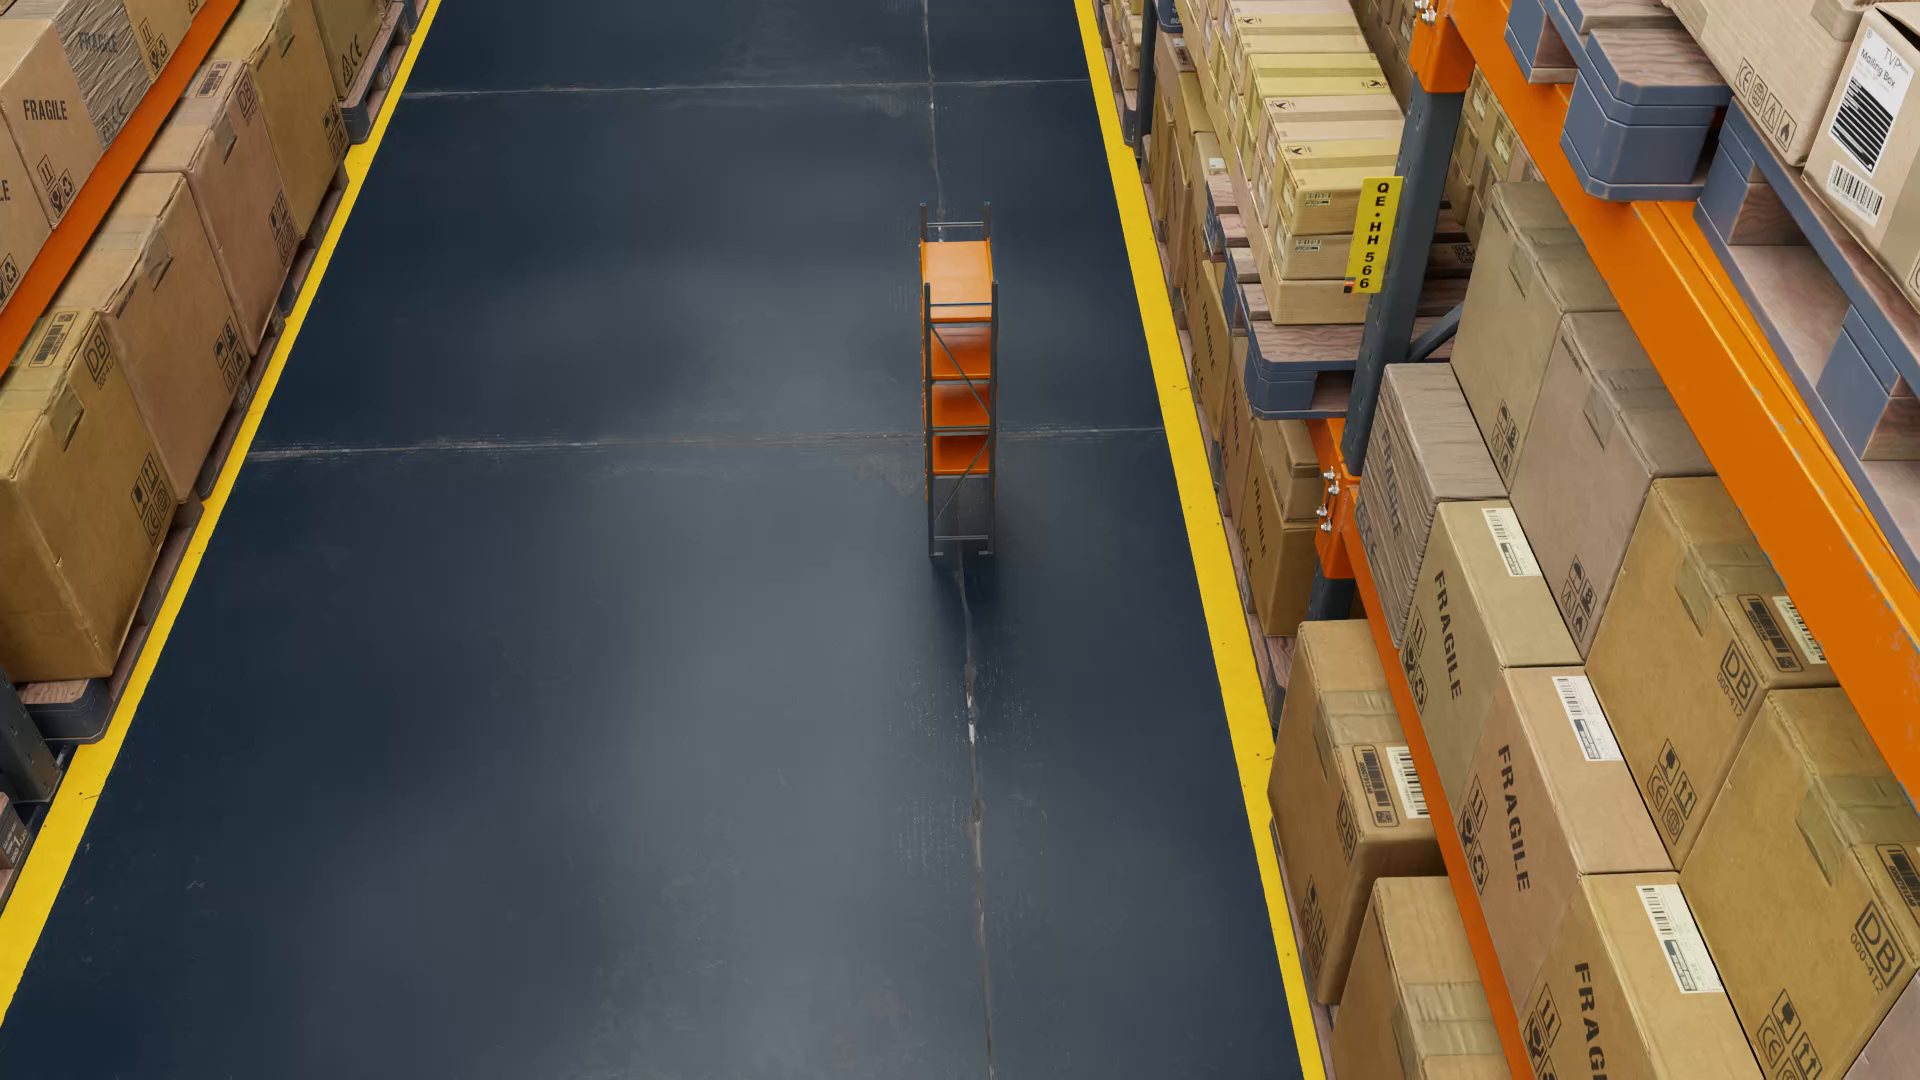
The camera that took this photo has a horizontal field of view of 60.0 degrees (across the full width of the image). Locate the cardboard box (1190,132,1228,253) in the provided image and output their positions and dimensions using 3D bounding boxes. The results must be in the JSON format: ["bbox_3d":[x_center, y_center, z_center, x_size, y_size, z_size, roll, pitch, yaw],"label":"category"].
[{"bbox_3d":[1.185,-1.360,6.498,0.500,0.250,0.500,0,43,0],"label":"cardboard box"}]

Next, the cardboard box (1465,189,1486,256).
[{"bbox_3d":[1.717,-0.912,4.900,0.380,0.149,0.250,0,43,0],"label":"cardboard box"}]

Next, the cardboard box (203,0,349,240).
[{"bbox_3d":[-3.537,-1.927,7.394,1.225,0.875,0.875,-2,43,-2],"label":"cardboard box"}]

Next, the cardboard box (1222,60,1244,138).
[{"bbox_3d":[1.032,-1.379,5.190,0.380,0.149,0.250,-2,43,-2],"label":"cardboard box"}]

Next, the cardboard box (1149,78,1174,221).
[{"bbox_3d":[1.142,-1.788,7.520,0.500,0.500,0.500,0,43,0],"label":"cardboard box"}]

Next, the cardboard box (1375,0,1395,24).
[{"bbox_3d":[1.654,-1.916,5.775,0.380,0.149,0.250,0,43,0],"label":"cardboard box"}]

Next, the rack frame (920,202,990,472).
[{"bbox_3d":[-0.017,-0.719,6.146,0.240,1.200,0.015,-2,43,-2],"label":"rack frame"}]

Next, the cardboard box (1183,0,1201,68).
[{"bbox_3d":[1.001,-1.792,5.861,0.380,0.149,0.250,-3,43,-4],"label":"cardboard box"}]

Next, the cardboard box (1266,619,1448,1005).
[{"bbox_3d":[1.481,0.728,4.590,1.050,0.750,0.750,-2,43,-2],"label":"cardboard box"}]

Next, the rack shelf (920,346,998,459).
[{"bbox_3d":[-0.007,-0.504,6.012,0.258,0.148,0.480,-2,43,-2],"label":"rack shelf"}]

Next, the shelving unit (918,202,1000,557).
[{"bbox_3d":[-0.007,-0.554,5.966,0.258,1.200,0.503,-2,43,-2],"label":"shelving unit"}]

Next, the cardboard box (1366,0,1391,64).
[{"bbox_3d":[1.660,-1.801,5.870,0.380,0.149,0.250,-3,43,-3],"label":"cardboard box"}]

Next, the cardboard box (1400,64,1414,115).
[{"bbox_3d":[1.678,-1.456,5.493,0.380,0.149,0.250,0,43,0],"label":"cardboard box"}]

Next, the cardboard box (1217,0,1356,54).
[{"bbox_3d":[1.028,-1.649,5.264,0.380,0.149,0.250,-2,43,-2],"label":"cardboard box"}]

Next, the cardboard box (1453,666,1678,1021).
[{"bbox_3d":[1.340,0.597,3.305,0.500,0.500,0.500,-2,43,-2],"label":"cardboard box"}]

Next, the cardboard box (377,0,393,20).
[{"bbox_3d":[-3.571,-3.414,9.016,0.875,0.875,0.875,-2,43,-2],"label":"cardboard box"}]

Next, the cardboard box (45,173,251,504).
[{"bbox_3d":[-3.453,-0.726,6.084,1.225,0.875,0.875,-2,43,-2],"label":"cardboard box"}]

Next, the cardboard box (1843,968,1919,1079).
[{"bbox_3d":[1.643,0.911,2.222,0.700,0.500,0.500,-1,43,-1],"label":"cardboard box"}]

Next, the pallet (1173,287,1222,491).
[{"bbox_3d":[1.465,-0.682,6.838,1.003,0.211,1.213,-2,43,-2],"label":"pallet"}]

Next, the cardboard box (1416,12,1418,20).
[{"bbox_3d":[1.675,-1.668,5.285,0.380,0.149,0.250,0,43,0],"label":"cardboard box"}]

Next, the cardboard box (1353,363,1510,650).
[{"bbox_3d":[1.295,-0.087,4.051,0.500,0.500,0.500,-1,43,-1],"label":"cardboard box"}]

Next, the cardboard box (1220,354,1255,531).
[{"bbox_3d":[1.238,-0.381,5.985,0.500,0.500,0.500,0,43,0],"label":"cardboard box"}]

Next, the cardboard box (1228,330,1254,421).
[{"bbox_3d":[1.222,-0.665,5.740,0.500,0.250,0.500,-1,43,-1],"label":"cardboard box"}]

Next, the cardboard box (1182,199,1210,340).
[{"bbox_3d":[1.202,-1.077,6.745,0.500,0.500,0.500,-1,43,-1],"label":"cardboard box"}]

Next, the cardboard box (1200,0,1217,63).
[{"bbox_3d":[1.012,-1.724,5.565,0.380,0.149,0.250,-1,43,-1],"label":"cardboard box"}]

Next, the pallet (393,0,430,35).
[{"bbox_3d":[-3.593,-3.300,9.694,1.003,0.211,1.213,-2,43,-2],"label":"pallet"}]

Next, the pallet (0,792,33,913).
[{"bbox_3d":[-3.383,1.269,4.709,1.003,0.211,1.213,-2,43,-2],"label":"pallet"}]

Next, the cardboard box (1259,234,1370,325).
[{"bbox_3d":[1.065,-0.743,4.715,0.380,0.149,0.250,-1,43,-1],"label":"cardboard box"}]

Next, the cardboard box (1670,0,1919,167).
[{"bbox_3d":[1.378,-0.770,2.376,0.500,0.250,0.500,-1,43,-1],"label":"cardboard box"}]

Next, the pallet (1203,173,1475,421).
[{"bbox_3d":[1.409,-0.768,5.010,1.213,0.211,1.003,-2,43,-2],"label":"pallet"}]

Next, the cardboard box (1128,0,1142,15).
[{"bbox_3d":[1.050,-2.788,8.431,0.380,0.149,0.250,-1,43,-1],"label":"cardboard box"}]

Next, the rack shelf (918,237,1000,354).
[{"bbox_3d":[-0.007,-0.844,5.701,0.258,0.148,0.480,-2,43,-2],"label":"rack shelf"}]

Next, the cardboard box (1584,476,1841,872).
[{"bbox_3d":[1.601,0.225,2.971,0.700,0.500,0.500,-2,43,-2],"label":"cardboard box"}]

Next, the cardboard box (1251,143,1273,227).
[{"bbox_3d":[1.056,-1.033,4.812,0.380,0.149,0.250,0,43,0],"label":"cardboard box"}]

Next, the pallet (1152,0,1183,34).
[{"bbox_3d":[1.263,-2.470,6.867,1.003,0.211,1.213,-2,43,-2],"label":"pallet"}]

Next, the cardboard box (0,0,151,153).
[{"bbox_3d":[-3.232,-1.691,5.801,0.500,0.500,0.500,-1,43,-2],"label":"cardboard box"}]

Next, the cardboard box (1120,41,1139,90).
[{"bbox_3d":[1.018,-2.420,8.469,0.380,0.149,0.250,-1,43,-1],"label":"cardboard box"}]

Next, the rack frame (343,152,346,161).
[{"bbox_3d":[-3.584,-2.987,7.289,1.000,3.000,0.127,-2,43,-2],"label":"rack frame"}]

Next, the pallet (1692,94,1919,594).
[{"bbox_3d":[1.676,-0.209,2.178,1.003,0.211,1.213,0,43,0],"label":"pallet"}]

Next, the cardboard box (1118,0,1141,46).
[{"bbox_3d":[1.021,-2.660,8.511,0.380,0.149,0.250,-4,43,-4],"label":"cardboard box"}]

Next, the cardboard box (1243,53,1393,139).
[{"bbox_3d":[1.047,-1.306,4.890,0.380,0.149,0.250,0,43,0],"label":"cardboard box"}]

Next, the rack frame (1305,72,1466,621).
[{"bbox_3d":[1.545,-0.361,4.423,1.000,3.000,0.127,-2,43,-2],"label":"rack frame"}]

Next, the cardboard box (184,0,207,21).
[{"bbox_3d":[-3.277,-2.382,6.554,0.500,0.500,0.500,0,43,0],"label":"cardboard box"}]

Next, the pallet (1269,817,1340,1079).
[{"bbox_3d":[1.504,1.202,4.783,1.003,0.211,1.213,-2,43,-2],"label":"pallet"}]

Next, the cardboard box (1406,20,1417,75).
[{"bbox_3d":[1.676,-1.566,5.394,0.380,0.149,0.250,-2,43,-2],"label":"cardboard box"}]

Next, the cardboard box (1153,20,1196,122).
[{"bbox_3d":[1.143,-2.064,7.266,0.500,0.250,0.500,-3,43,-4],"label":"cardboard box"}]

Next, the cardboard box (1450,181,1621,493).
[{"bbox_3d":[1.554,-0.463,3.721,0.700,0.500,0.500,-2,43,-2],"label":"cardboard box"}]

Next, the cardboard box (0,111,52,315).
[{"bbox_3d":[-3.187,-1.007,5.055,0.500,0.500,0.500,-3,43,-3],"label":"cardboard box"}]

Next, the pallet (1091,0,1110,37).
[{"bbox_3d":[1.257,-3.311,9.706,1.003,0.211,1.213,-2,43,-2],"label":"pallet"}]

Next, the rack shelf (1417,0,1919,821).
[{"bbox_3d":[1.630,0.149,2.180,1.077,0.370,4.000,-2,43,-2],"label":"rack shelf"}]

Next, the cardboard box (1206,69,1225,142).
[{"bbox_3d":[1.025,-1.434,5.470,0.380,0.149,0.250,-3,43,-4],"label":"cardboard box"}]

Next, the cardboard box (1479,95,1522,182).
[{"bbox_3d":[1.705,-1.141,4.710,0.380,0.149,0.250,-3,43,-3],"label":"cardboard box"}]

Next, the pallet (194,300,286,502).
[{"bbox_3d":[-3.421,-0.615,6.764,1.003,0.211,1.213,-2,43,-2],"label":"pallet"}]

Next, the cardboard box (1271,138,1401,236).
[{"bbox_3d":[1.066,-0.960,4.512,0.380,0.149,0.250,-3,43,-3],"label":"cardboard box"}]

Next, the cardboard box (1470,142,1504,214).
[{"bbox_3d":[1.712,-1.048,4.828,0.380,0.149,0.250,0,43,0],"label":"cardboard box"}]

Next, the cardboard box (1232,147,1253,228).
[{"bbox_3d":[1.045,-1.084,5.088,0.380,0.149,0.250,-1,43,-1],"label":"cardboard box"}]

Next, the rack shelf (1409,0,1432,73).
[{"bbox_3d":[1.460,-2.551,5.126,1.077,0.370,4.000,-2,43,-2],"label":"rack shelf"}]
